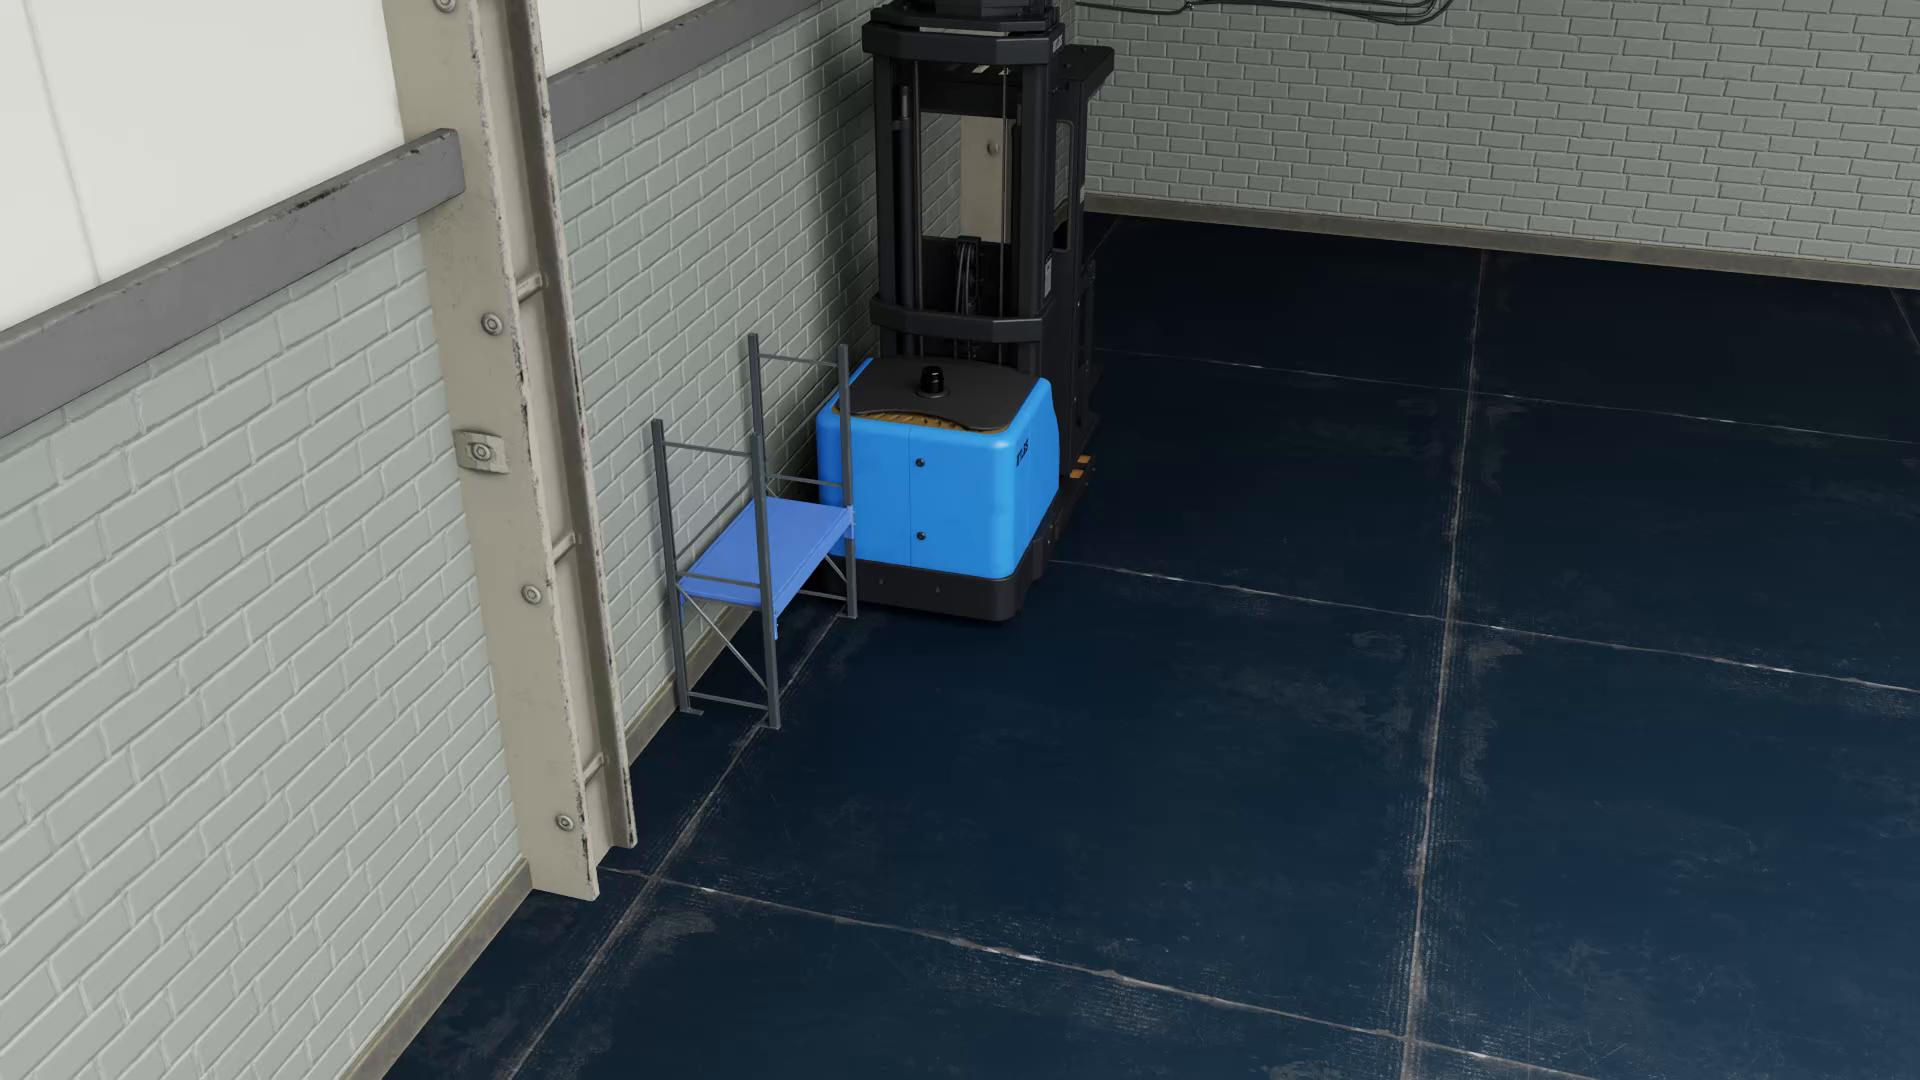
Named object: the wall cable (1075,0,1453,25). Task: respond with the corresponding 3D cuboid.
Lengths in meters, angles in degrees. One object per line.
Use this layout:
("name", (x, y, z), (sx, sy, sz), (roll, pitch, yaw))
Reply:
("wall cable", (2.334, -5.213, 12.558), (3.097, 2.526, 0.112), (8, 30, 15))

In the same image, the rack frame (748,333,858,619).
("rack frame", (-0.769, -0.292, 8.233), (0.500, 1.500, 0.032), (9, 30, 15))

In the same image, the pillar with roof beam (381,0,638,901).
("pillar with roof beam", (2.560, -1.987, 3.564), (9.100, 9.000, 0.400), (8, 30, 15))

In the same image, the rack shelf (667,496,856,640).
("rack shelf", (-0.921, 0.101, 7.896), (0.538, 0.185, 1.000), (9, 30, 15))

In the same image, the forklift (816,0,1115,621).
("forklift", (0.178, -1.575, 9.065), (1.130, 2.935, 3.031), (8, 30, 14))

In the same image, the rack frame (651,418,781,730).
("rack frame", (-1.073, 0.179, 7.385), (0.500, 1.500, 0.032), (9, 30, 15))

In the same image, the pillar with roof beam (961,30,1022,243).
("pillar with roof beam", (4.321, -4.775, 8.577), (9.100, 9.000, 0.400), (8, 30, 15))

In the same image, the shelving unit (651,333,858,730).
("shelving unit", (-0.921, -0.056, 7.809), (0.538, 1.500, 1.048), (9, 30, 15))
